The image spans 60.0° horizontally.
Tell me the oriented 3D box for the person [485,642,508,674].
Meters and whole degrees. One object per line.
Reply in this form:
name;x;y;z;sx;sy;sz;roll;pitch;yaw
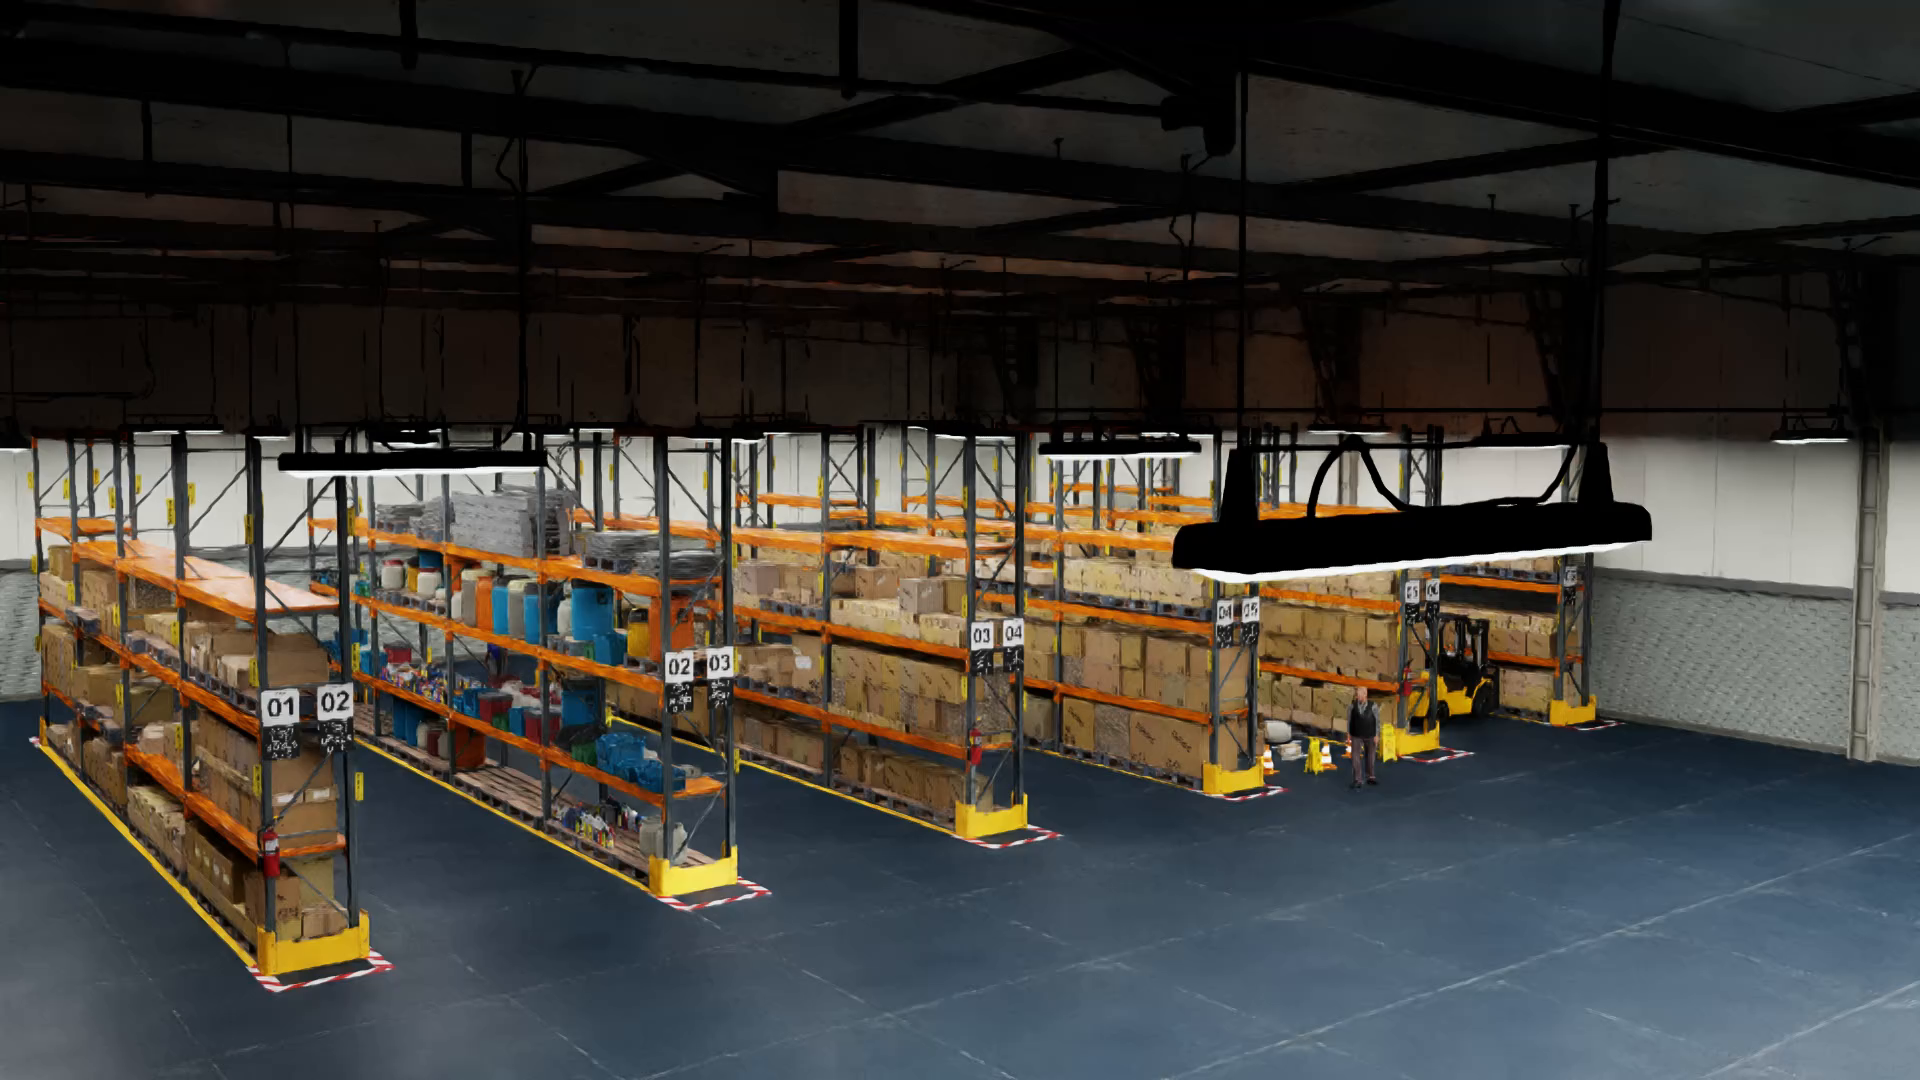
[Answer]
person;-10.128;2.669;36.439;0.445;1.574;1.091;-4;6;-39

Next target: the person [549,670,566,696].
person;-7.436;3.157;30.728;0.566;1.541;0.519;-4;6;-40

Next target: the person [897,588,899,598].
person;-1.486;1.897;45.366;0.567;1.783;0.618;2;5;20

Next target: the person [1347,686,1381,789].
person;6.771;3.294;27.887;0.578;1.716;0.571;1;5;18
